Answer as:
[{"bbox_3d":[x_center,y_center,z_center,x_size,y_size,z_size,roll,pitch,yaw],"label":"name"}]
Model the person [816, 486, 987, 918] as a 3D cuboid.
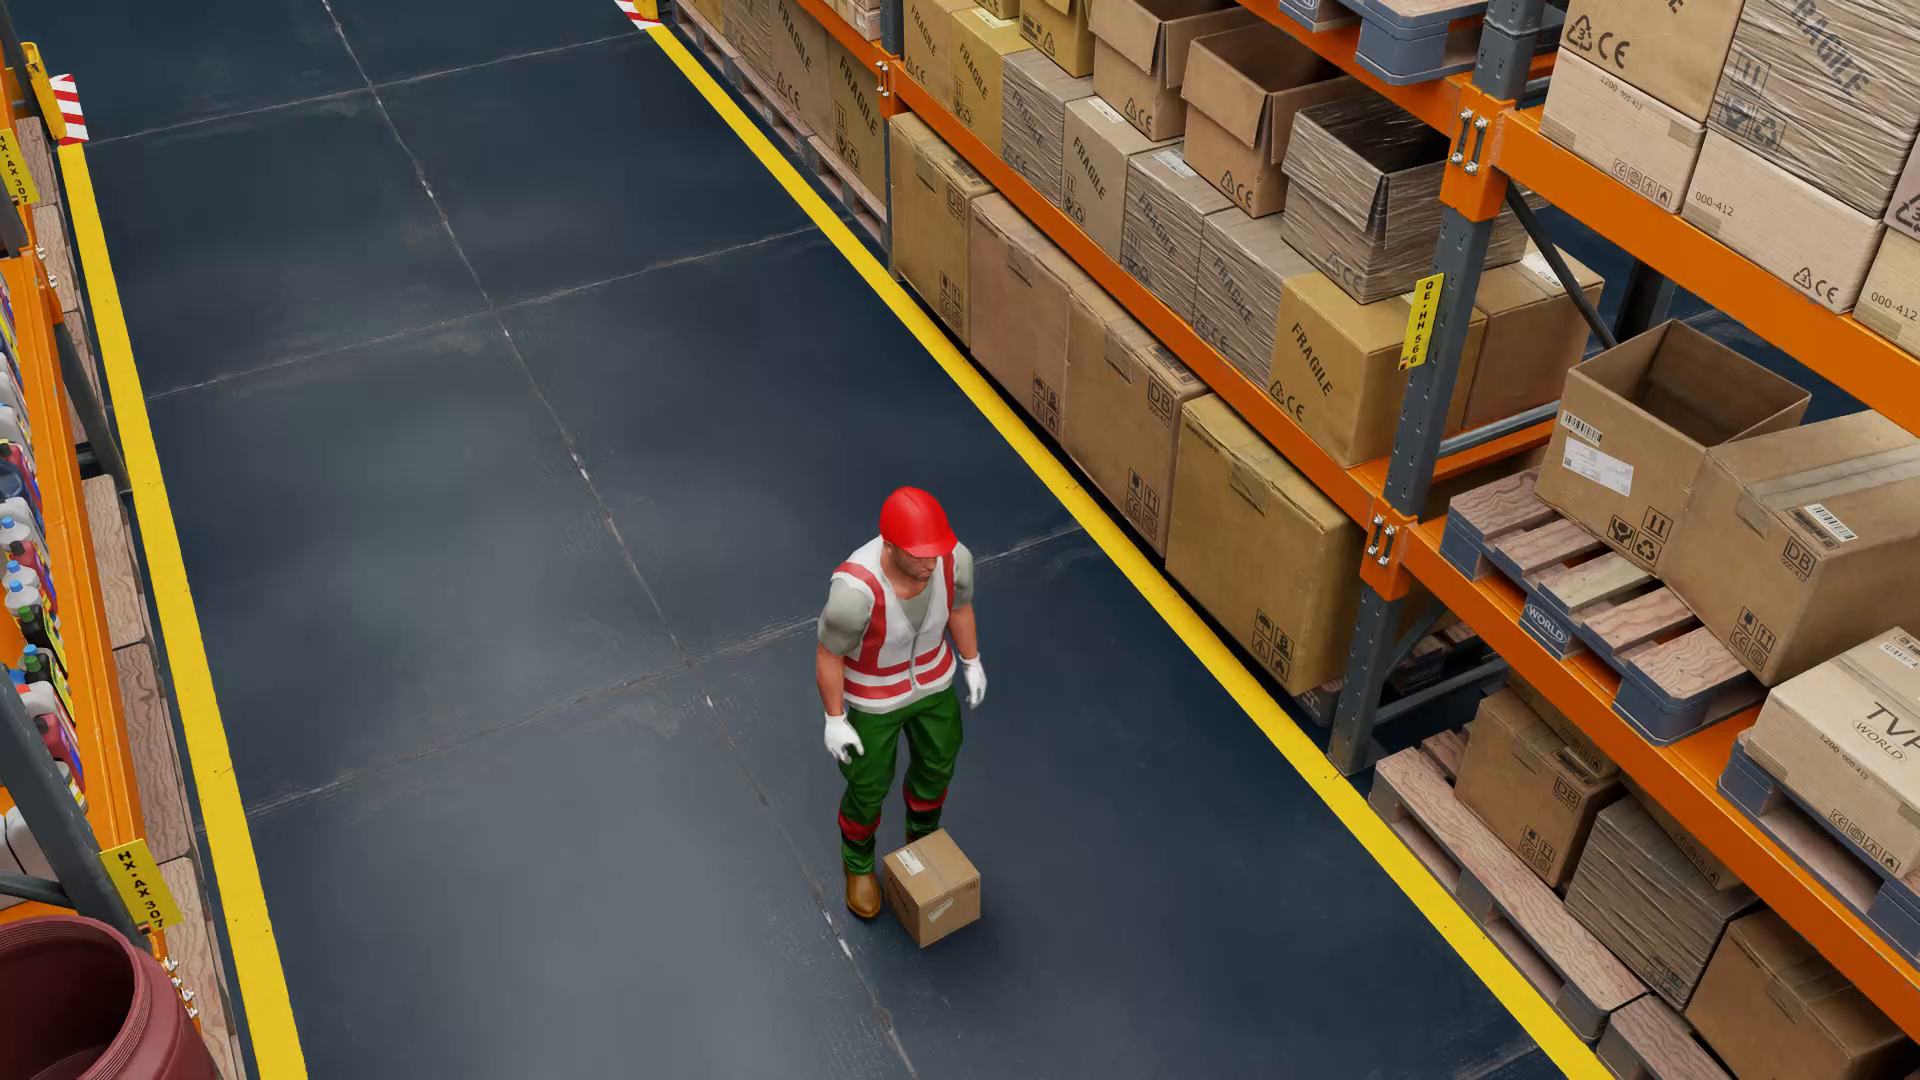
[{"bbox_3d":[-0.186,0.515,5.551,0.620,1.780,0.446,-21,45,-23],"label":"person"}]
